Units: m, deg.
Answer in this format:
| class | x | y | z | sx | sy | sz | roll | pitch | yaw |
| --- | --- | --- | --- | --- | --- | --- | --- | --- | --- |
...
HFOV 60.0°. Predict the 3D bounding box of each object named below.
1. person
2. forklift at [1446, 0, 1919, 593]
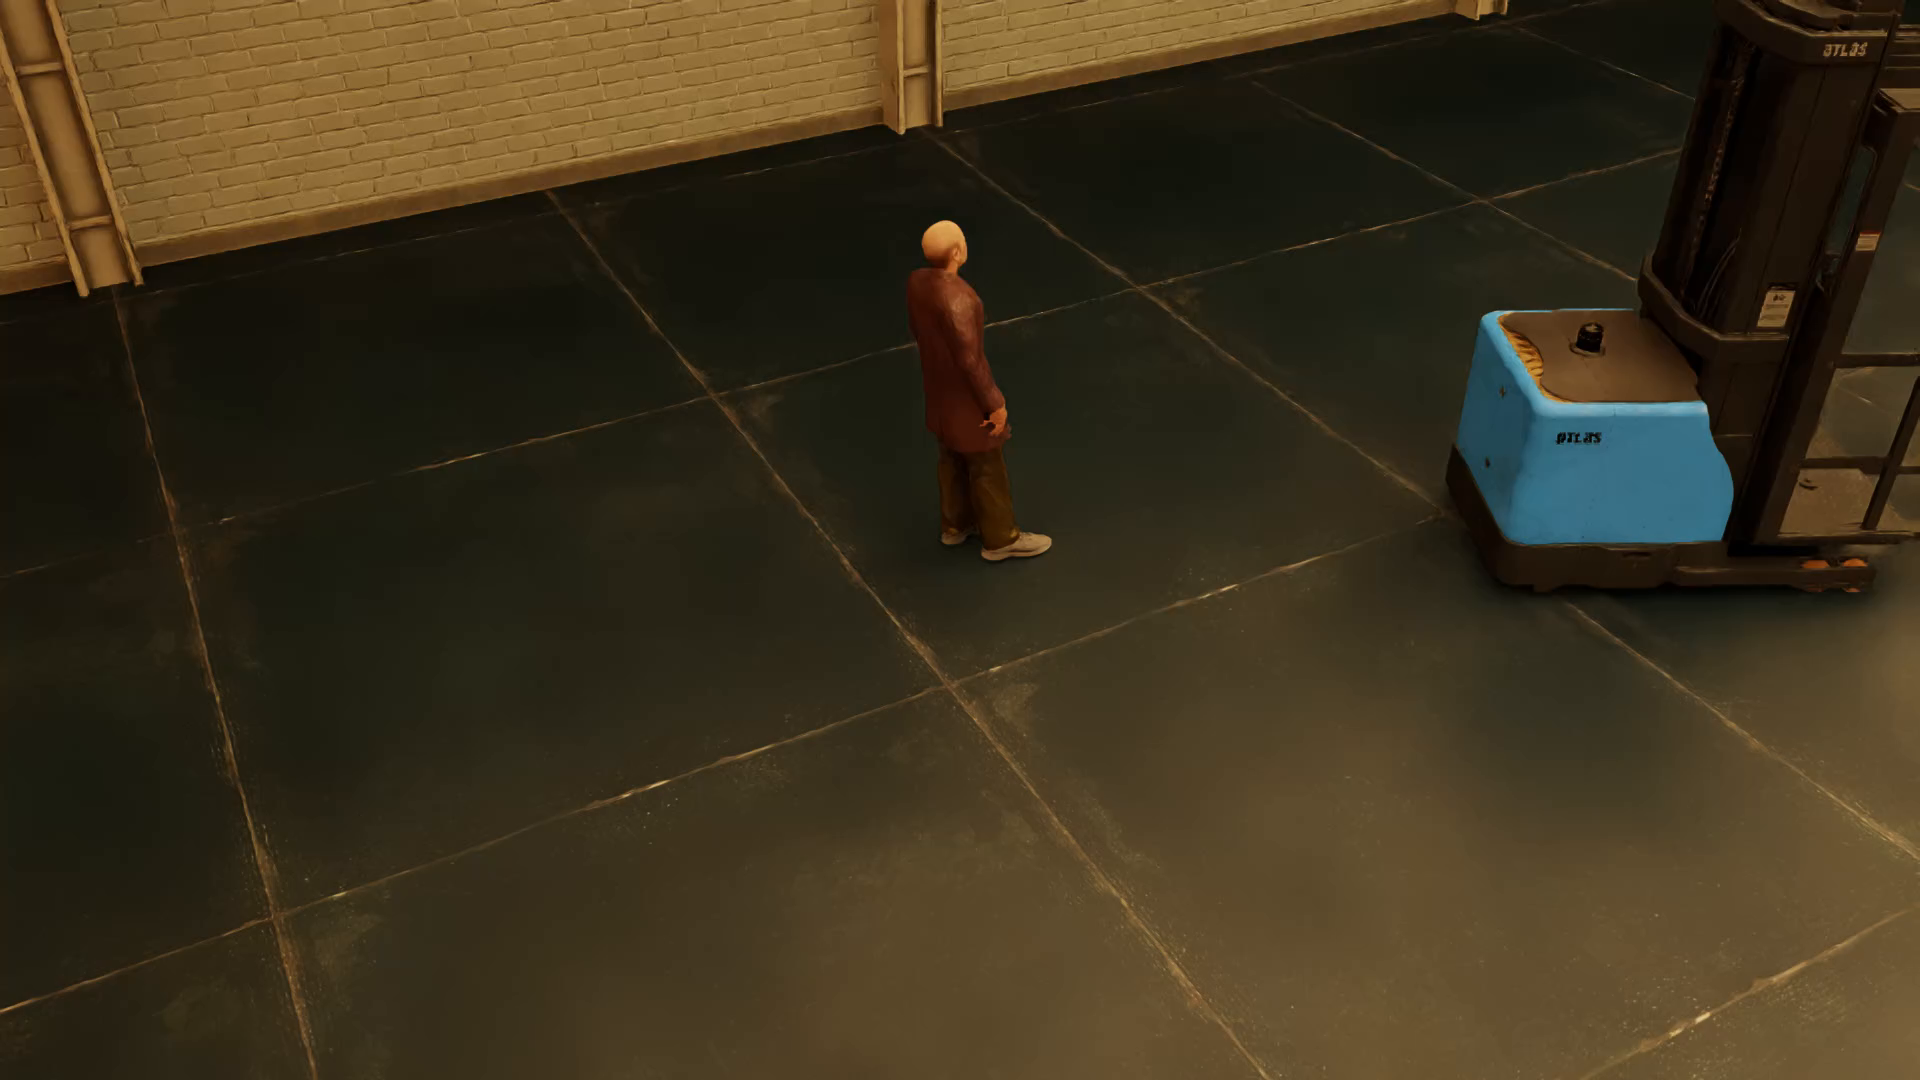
| class | x | y | z | sx | sy | sz | roll | pitch | yaw |
| --- | --- | --- | --- | --- | --- | --- | --- | --- | --- |
| person | 0.083 | -0.754 | 8.177 | 0.580 | 1.776 | 0.694 | -17 | 39 | -23 |
| forklift | 4.154 | -1.240 | 7.877 | 3.031 | 2.935 | 1.130 | -1 | 35 | -1 |
